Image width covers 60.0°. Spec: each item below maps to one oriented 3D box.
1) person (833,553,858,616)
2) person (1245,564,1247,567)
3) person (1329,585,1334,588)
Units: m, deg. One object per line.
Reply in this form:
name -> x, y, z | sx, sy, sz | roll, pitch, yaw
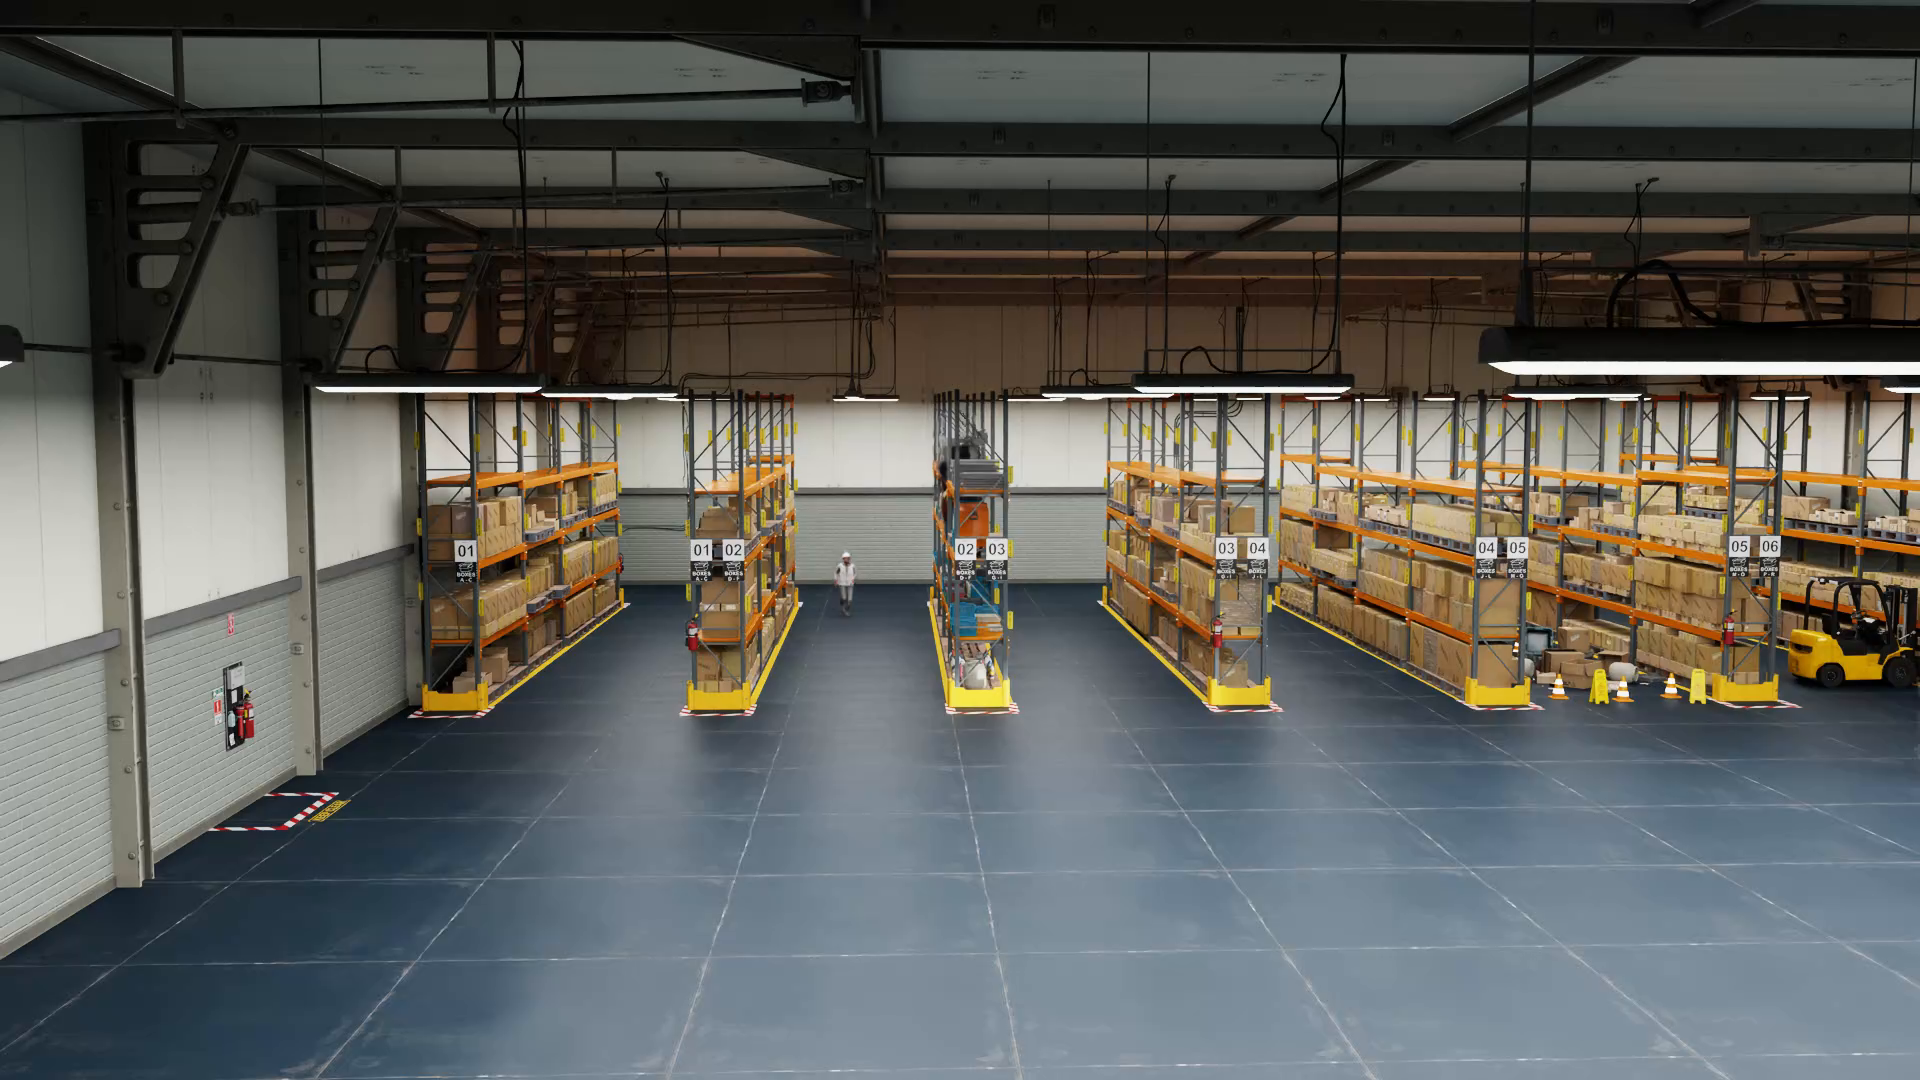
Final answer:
person -> -3.075, 1.200, 44.930 | 0.646, 1.723, 0.609 | -1, 5, -13
person -> 7.877, 0.949, 47.843 | 0.726, 1.733, 0.926 | 3, 6, 37
person -> 11.145, 0.852, 48.912 | 0.817, 1.844, 0.650 | 0, 5, -4
